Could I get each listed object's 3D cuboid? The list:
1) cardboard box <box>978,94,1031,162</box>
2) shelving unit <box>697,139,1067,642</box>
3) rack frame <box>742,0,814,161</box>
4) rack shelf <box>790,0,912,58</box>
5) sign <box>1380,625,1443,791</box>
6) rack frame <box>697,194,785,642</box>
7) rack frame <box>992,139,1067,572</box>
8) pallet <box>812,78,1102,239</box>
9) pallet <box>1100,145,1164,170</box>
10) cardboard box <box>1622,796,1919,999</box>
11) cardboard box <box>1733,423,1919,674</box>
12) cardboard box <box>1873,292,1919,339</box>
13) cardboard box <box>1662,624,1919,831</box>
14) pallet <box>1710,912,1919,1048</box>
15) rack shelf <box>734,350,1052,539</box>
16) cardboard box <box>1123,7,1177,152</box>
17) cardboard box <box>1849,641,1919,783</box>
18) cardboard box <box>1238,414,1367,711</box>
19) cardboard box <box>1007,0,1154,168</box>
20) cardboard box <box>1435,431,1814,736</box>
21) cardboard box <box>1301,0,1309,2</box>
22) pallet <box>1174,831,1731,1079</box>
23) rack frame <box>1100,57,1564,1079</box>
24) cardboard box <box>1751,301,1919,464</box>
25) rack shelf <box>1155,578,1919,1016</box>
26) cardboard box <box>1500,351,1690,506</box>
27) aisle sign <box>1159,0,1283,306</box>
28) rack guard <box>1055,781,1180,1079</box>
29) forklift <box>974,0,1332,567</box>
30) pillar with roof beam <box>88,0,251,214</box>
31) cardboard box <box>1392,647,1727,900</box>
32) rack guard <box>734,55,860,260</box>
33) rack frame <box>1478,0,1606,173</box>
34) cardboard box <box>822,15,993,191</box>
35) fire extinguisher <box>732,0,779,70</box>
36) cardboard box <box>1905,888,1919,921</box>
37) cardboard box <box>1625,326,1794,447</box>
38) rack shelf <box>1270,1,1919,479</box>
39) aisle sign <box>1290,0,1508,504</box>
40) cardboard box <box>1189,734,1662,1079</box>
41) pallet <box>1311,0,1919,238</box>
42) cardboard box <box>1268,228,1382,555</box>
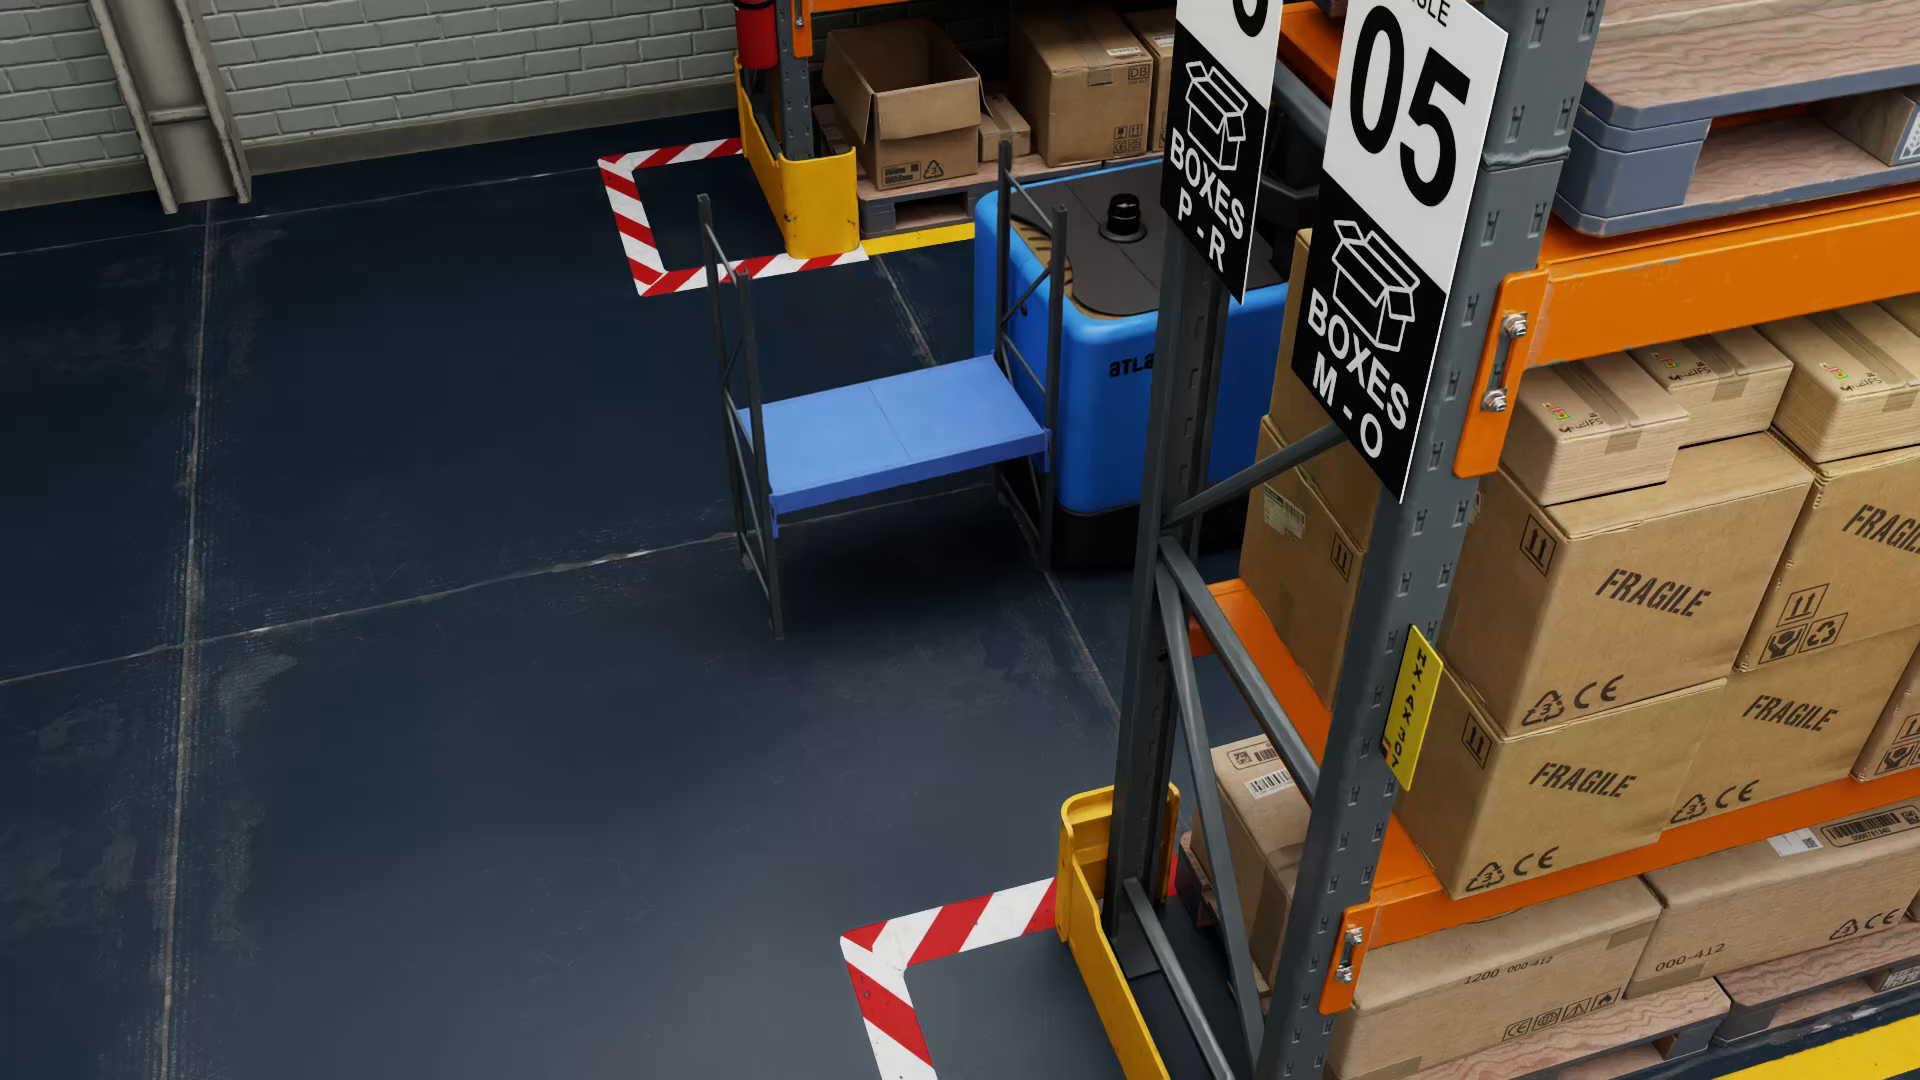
[{"bbox_3d":[0.161,-2.015,8.125,0.250,0.149,0.380,-13,43,-15],"label":"cardboard box"},{"bbox_3d":[-0.245,-0.483,5.663,1.048,1.500,0.538,-14,43,-16],"label":"shelving unit"},{"bbox_3d":[-0.868,-2.810,7.186,0.127,3.000,1.000,-12,42,-13],"label":"rack frame"},{"bbox_3d":[1.040,-2.934,7.876,4.000,0.370,1.077,-12,42,-13],"label":"rack shelf"},{"bbox_3d":[0.788,0.298,2.911,0.005,0.325,0.100,-12,42,-13],"label":"sign"},{"bbox_3d":[-0.721,-0.364,5.527,0.032,1.500,0.500,-14,43,-16],"label":"rack frame"},{"bbox_3d":[0.230,-0.602,5.800,0.032,1.500,0.500,-14,43,-16],"label":"rack frame"},{"bbox_3d":[-0.035,-1.933,8.302,1.213,0.211,1.003,-12,42,-13],"label":"pallet"},{"bbox_3d":[1.127,-2.172,8.575,1.213,0.211,1.003,-12,42,-13],"label":"pallet"},{"bbox_3d":[2.097,0.732,4.761,0.875,0.438,0.875,-11,42,-12],"label":"cardboard box"},{"bbox_3d":[1.661,-0.133,3.286,0.500,0.500,0.500,-13,43,-14],"label":"cardboard box"},{"bbox_3d":[1.805,-0.390,3.087,0.250,0.149,0.380,-13,43,-14],"label":"cardboard box"},{"bbox_3d":[1.645,0.234,3.626,0.500,0.500,0.500,-12,43,-14],"label":"cardboard box"},{"bbox_3d":[2.528,0.909,5.050,1.213,0.211,1.003,-12,42,-13],"label":"pallet"},{"bbox_3d":[-0.245,-0.348,5.782,1.000,0.185,0.538,-14,43,-16],"label":"rack shelf"},{"bbox_3d":[1.106,-2.274,8.154,0.500,0.500,0.500,-11,42,-12],"label":"cardboard box"},{"bbox_3d":[2.136,0.145,3.728,0.500,0.500,0.500,-12,43,-13],"label":"cardboard box"},{"bbox_3d":[1.008,0.005,3.888,0.500,0.500,0.500,-11,42,-13],"label":"cardboard box"},{"bbox_3d":[0.571,-2.233,8.106,0.500,0.500,0.700,-10,42,-11],"label":"cardboard box"},{"bbox_3d":[1.170,-0.026,3.164,0.500,0.500,0.500,-13,43,-14],"label":"cardboard box"},{"bbox_3d":[1.561,-2.438,8.341,0.500,0.500,0.700,-13,43,-15],"label":"cardboard box"},{"bbox_3d":[1.366,1.147,4.776,1.213,0.211,1.003,-12,42,-13],"label":"pallet"},{"bbox_3d":[0.627,0.304,3.622,0.127,3.000,1.000,-12,42,-13],"label":"rack frame"},{"bbox_3d":[1.560,-0.327,3.015,0.250,0.149,0.380,-10,42,-12],"label":"cardboard box"},{"bbox_3d":[2.535,0.180,4.311,4.000,0.370,1.077,-12,42,-13],"label":"rack shelf"},{"bbox_3d":[1.049,-0.251,2.928,0.250,0.149,0.380,-11,42,-12],"label":"cardboard box"},{"bbox_3d":[0.465,-0.855,2.973,0.004,0.787,0.394,-12,42,-13],"label":"aisle sign"},{"bbox_3d":[0.604,1.250,4.439,0.348,0.500,1.175,-12,42,-13],"label":"rack guard"},{"bbox_3d":[1.611,-1.611,5.867,3.031,2.935,1.130,-14,43,-16],"label":"forklift"},{"bbox_3d":[-2.417,-2.400,2.158,0.400,9.000,9.100,-12,42,-13],"label":"pillar with roof beam"},{"bbox_3d":[1.171,0.352,3.491,0.500,0.500,0.500,-12,43,-13],"label":"cardboard box"},{"bbox_3d":[-0.795,-1.884,8.026,0.348,0.500,1.175,-12,42,-13],"label":"rack guard"},{"bbox_3d":[0.627,-1.955,1.648,0.127,3.000,1.000,-12,42,-13],"label":"rack frame"},{"bbox_3d":[-0.256,-2.089,7.940,0.637,0.503,0.797,-13,43,-15],"label":"cardboard box"},{"bbox_3d":[-0.869,-2.321,6.969,0.183,0.674,0.296,-12,42,-13],"label":"fire extinguisher"},{"bbox_3d":[2.957,0.554,4.964,0.875,0.438,0.875,-13,43,-14],"label":"cardboard box"},{"bbox_3d":[1.277,-0.347,3.038,0.250,0.149,0.380,-11,42,-12],"label":"cardboard box"},{"bbox_3d":[2.535,-0.950,3.324,4.000,0.370,1.077,-12,42,-13],"label":"rack shelf"},{"bbox_3d":[0.645,-0.479,2.542,0.004,0.787,0.394,-12,42,-13],"label":"aisle sign"},{"bbox_3d":[1.226,0.918,4.548,0.875,0.438,0.875,-13,43,-15],"label":"cardboard box"},{"bbox_3d":[1.331,-0.945,2.839,1.213,0.211,1.003,-12,42,-13],"label":"pallet"},{"bbox_3d":[1.015,-0.355,3.540,0.500,0.500,0.500,-10,42,-12],"label":"cardboard box"}]
